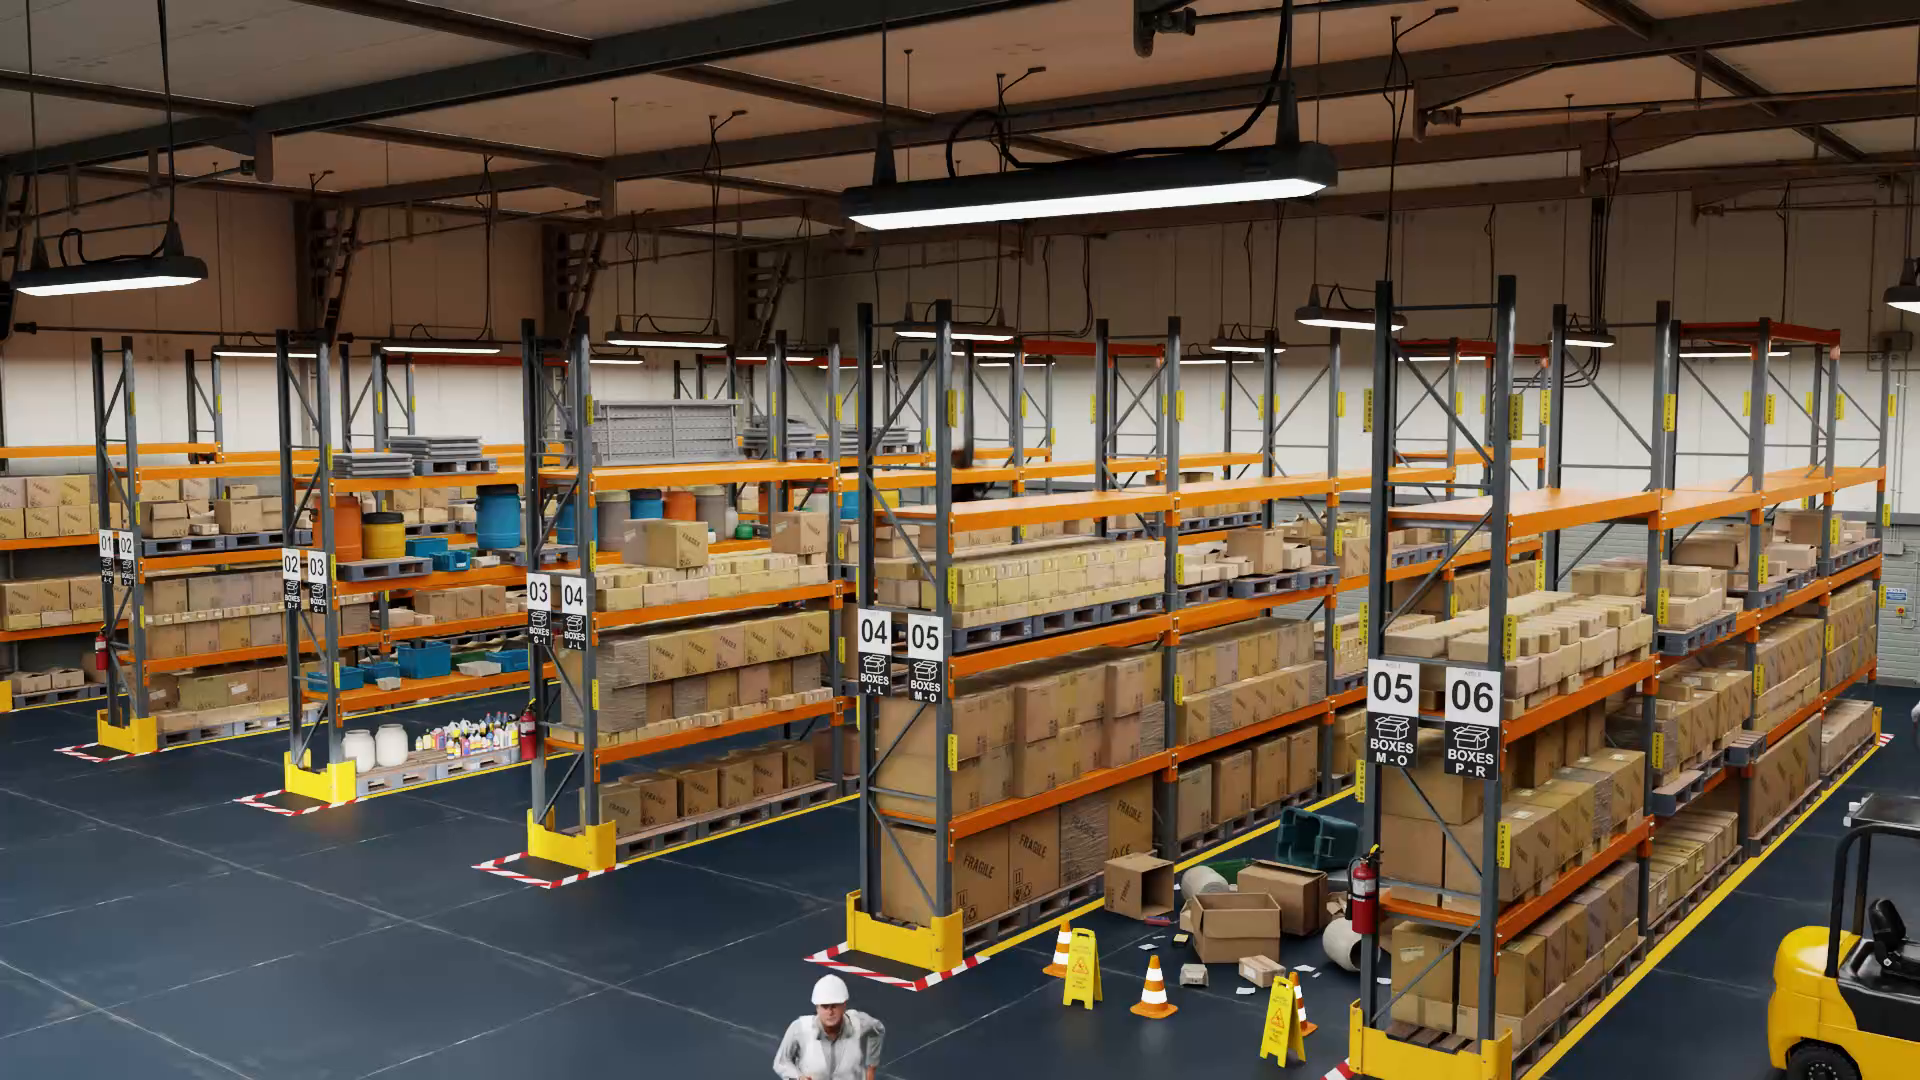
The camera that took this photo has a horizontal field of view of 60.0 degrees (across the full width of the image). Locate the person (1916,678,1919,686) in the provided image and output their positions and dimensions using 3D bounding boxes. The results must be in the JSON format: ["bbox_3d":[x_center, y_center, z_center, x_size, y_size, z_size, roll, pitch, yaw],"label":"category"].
[{"bbox_3d":[14.445,2.213,24.490,0.683,1.652,0.467,1,5,8],"label":"person"}]

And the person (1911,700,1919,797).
[{"bbox_3d":[12.331,2.531,21.070,0.504,1.638,0.711,3,6,31],"label":"person"}]

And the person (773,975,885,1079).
[{"bbox_3d":[-0.783,3.428,10.053,0.657,1.787,1.013,0,5,0],"label":"person"}]
